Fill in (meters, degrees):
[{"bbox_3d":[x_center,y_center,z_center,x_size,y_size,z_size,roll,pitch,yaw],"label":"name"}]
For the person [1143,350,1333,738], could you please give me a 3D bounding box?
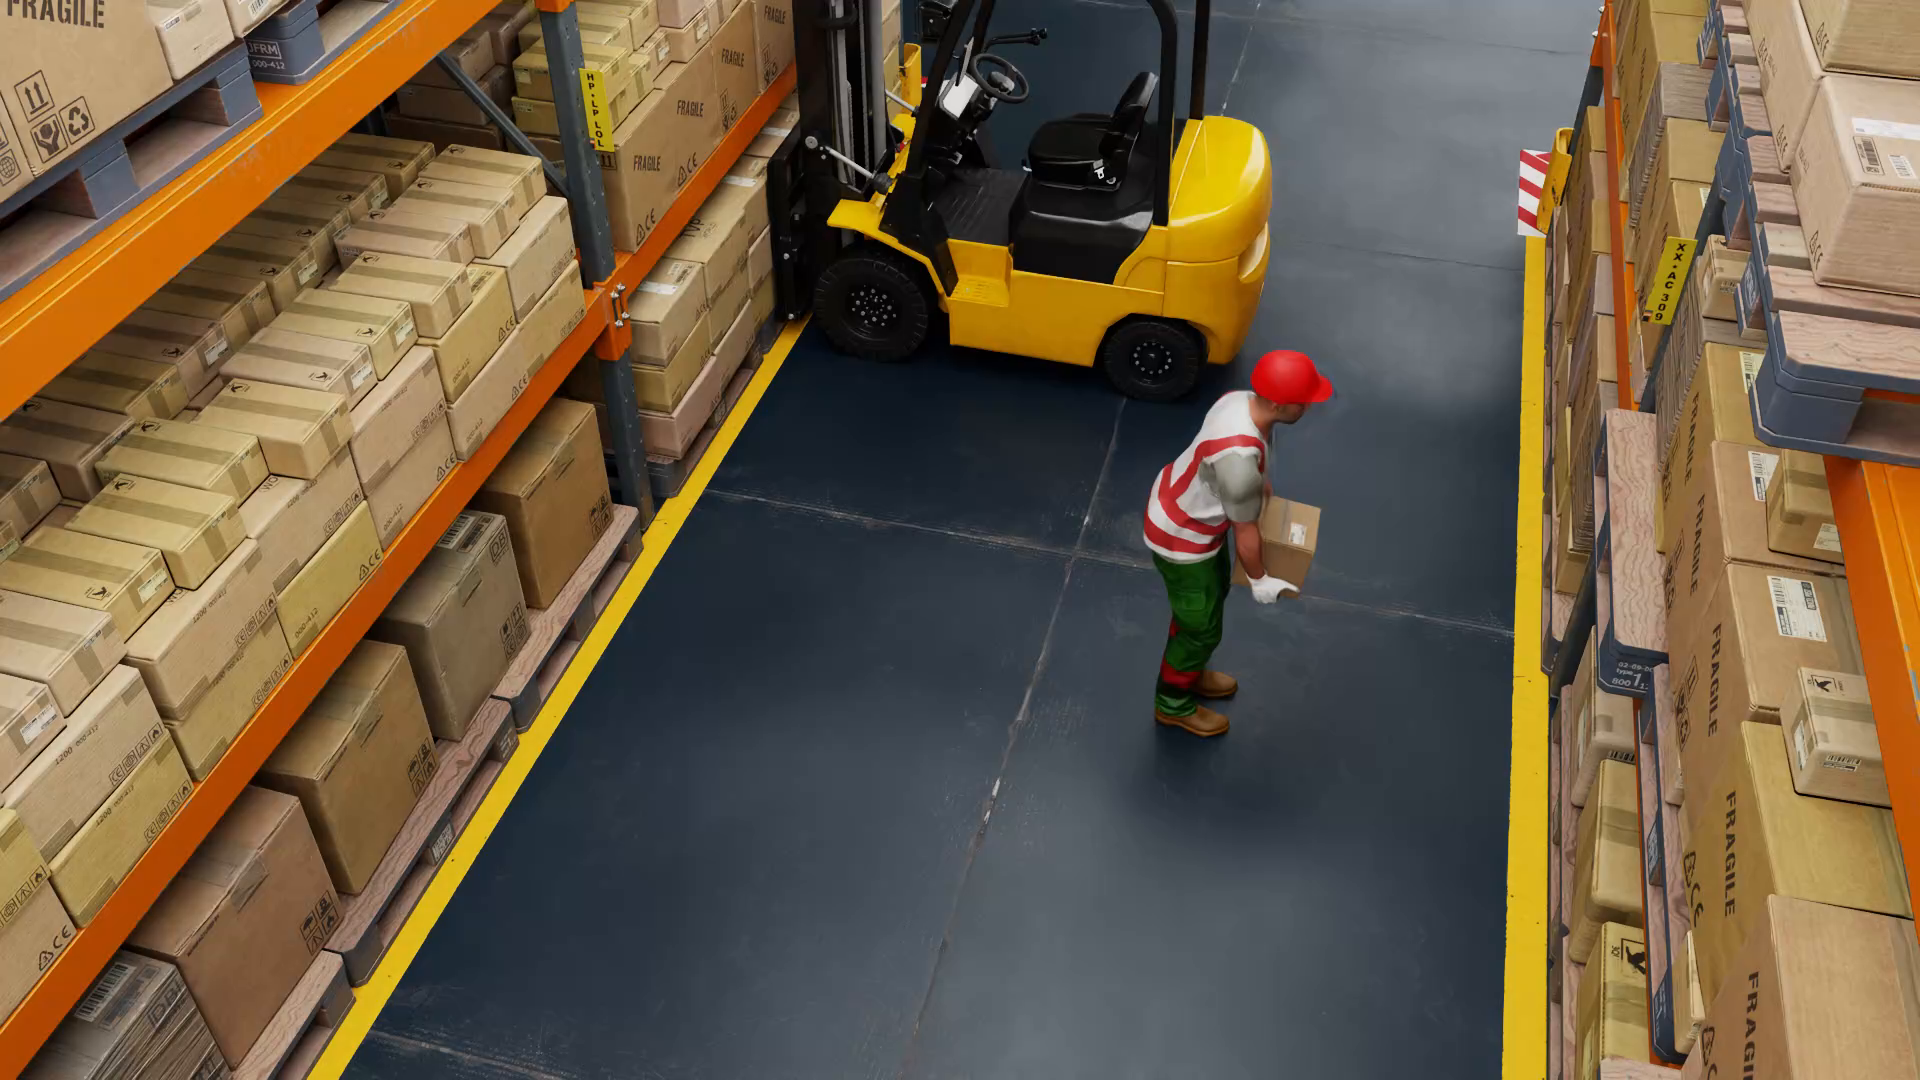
[{"bbox_3d":[0.981,0.006,6.180,0.603,1.725,0.481,9,42,11],"label":"person"}]
